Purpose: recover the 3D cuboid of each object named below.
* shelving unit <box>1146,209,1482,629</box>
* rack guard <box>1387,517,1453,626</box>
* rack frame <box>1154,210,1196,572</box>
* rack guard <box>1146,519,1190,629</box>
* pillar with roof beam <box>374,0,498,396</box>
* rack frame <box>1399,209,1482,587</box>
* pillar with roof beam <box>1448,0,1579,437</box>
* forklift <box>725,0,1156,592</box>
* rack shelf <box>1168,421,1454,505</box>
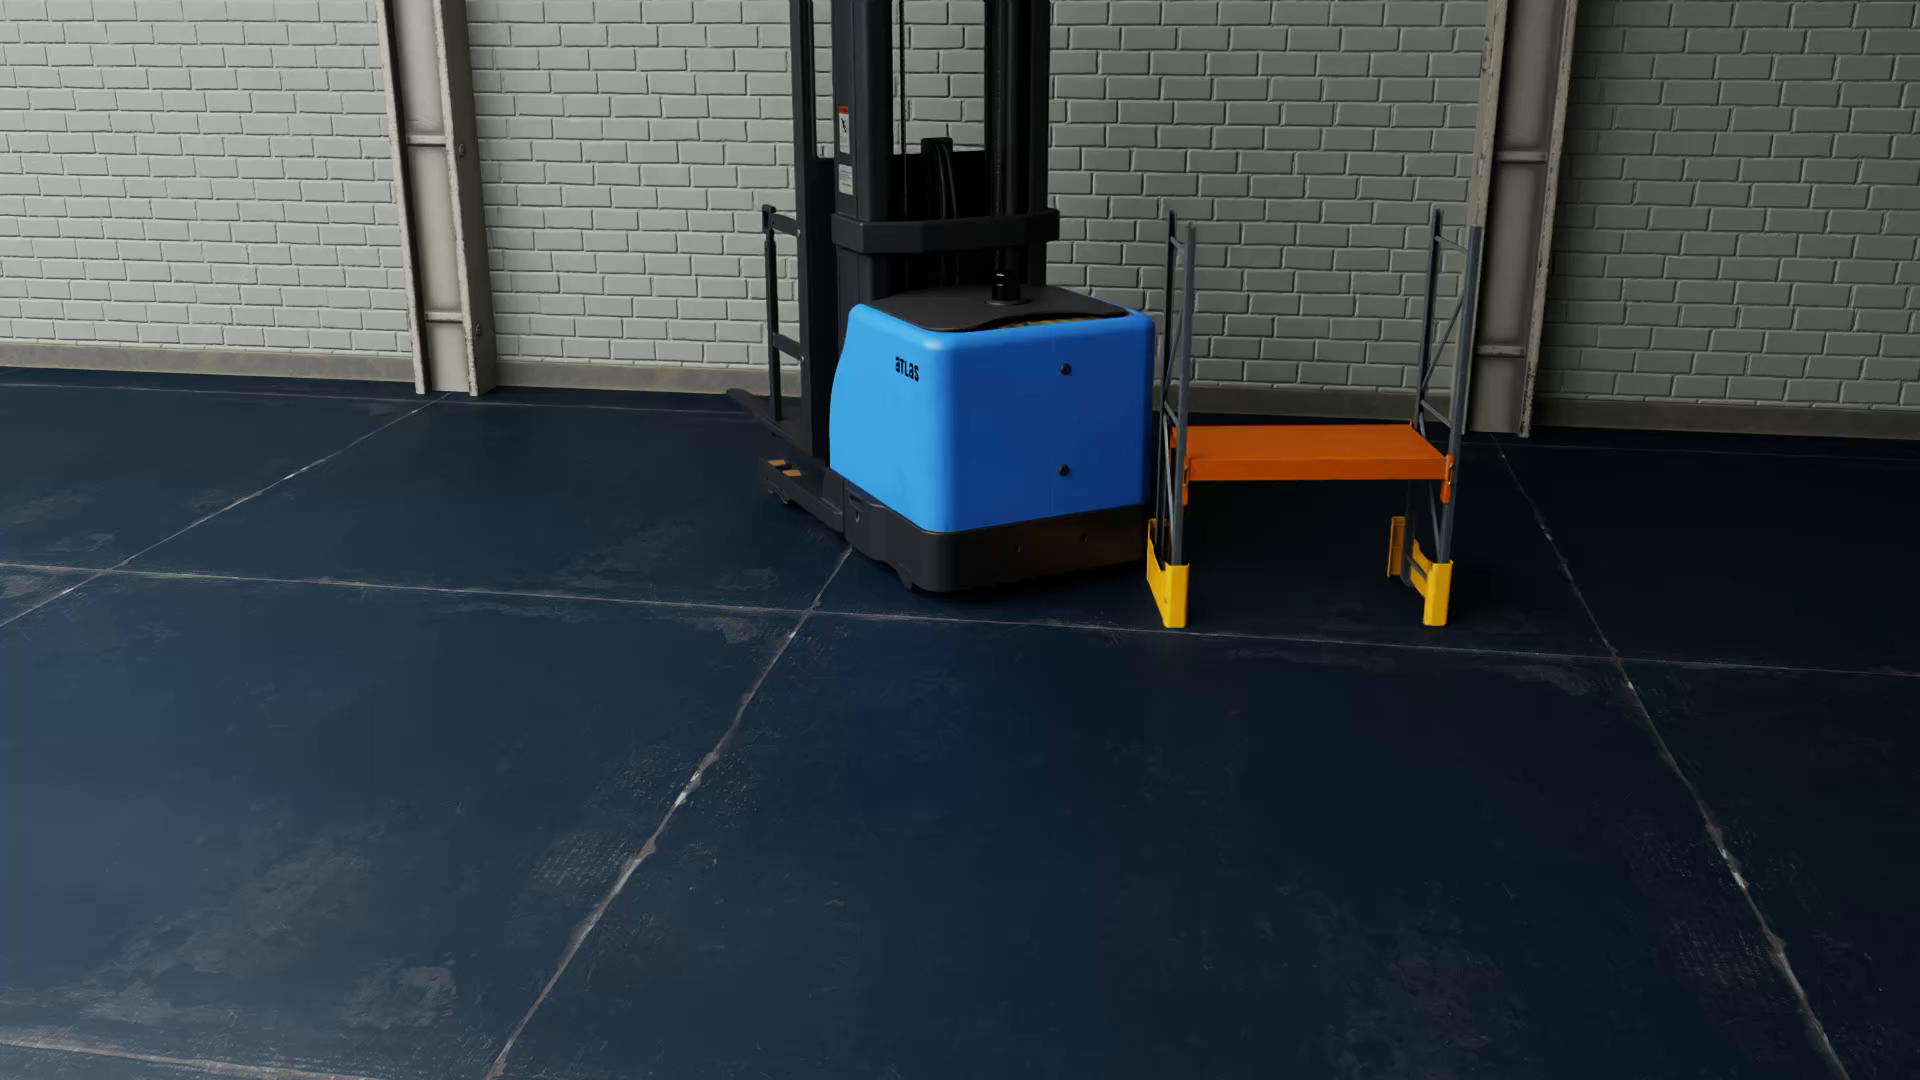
[{"bbox_3d":[1.312,-0.473,6.352,1.083,1.500,0.587,0,19,-1],"label":"shelving unit"},{"bbox_3d":[1.809,0.116,6.561,0.087,0.250,0.587,0,19,-1],"label":"rack guard"},{"bbox_3d":[0.812,-0.469,6.340,0.032,1.500,0.500,0,19,-1],"label":"rack frame"},{"bbox_3d":[0.814,0.124,6.538,0.087,0.250,0.587,0,19,-1],"label":"rack guard"},{"bbox_3d":[-3.708,-3.831,4.570,0.400,9.000,9.100,3,19,9],"label":"pillar with roof beam"},{"bbox_3d":[1.829,-0.477,6.364,0.032,1.500,0.500,0,19,-1],"label":"rack frame"},{"bbox_3d":[2.216,-3.529,3.668,0.400,9.000,9.100,3,19,9],"label":"pillar with roof beam"},{"bbox_3d":[-0.307,-1.611,7.498,1.130,2.935,3.031,-9,20,-25],"label":"forklift"},{"bbox_3d":[1.321,-0.302,6.409,1.000,0.185,0.538,0,19,-1],"label":"rack shelf"}]
